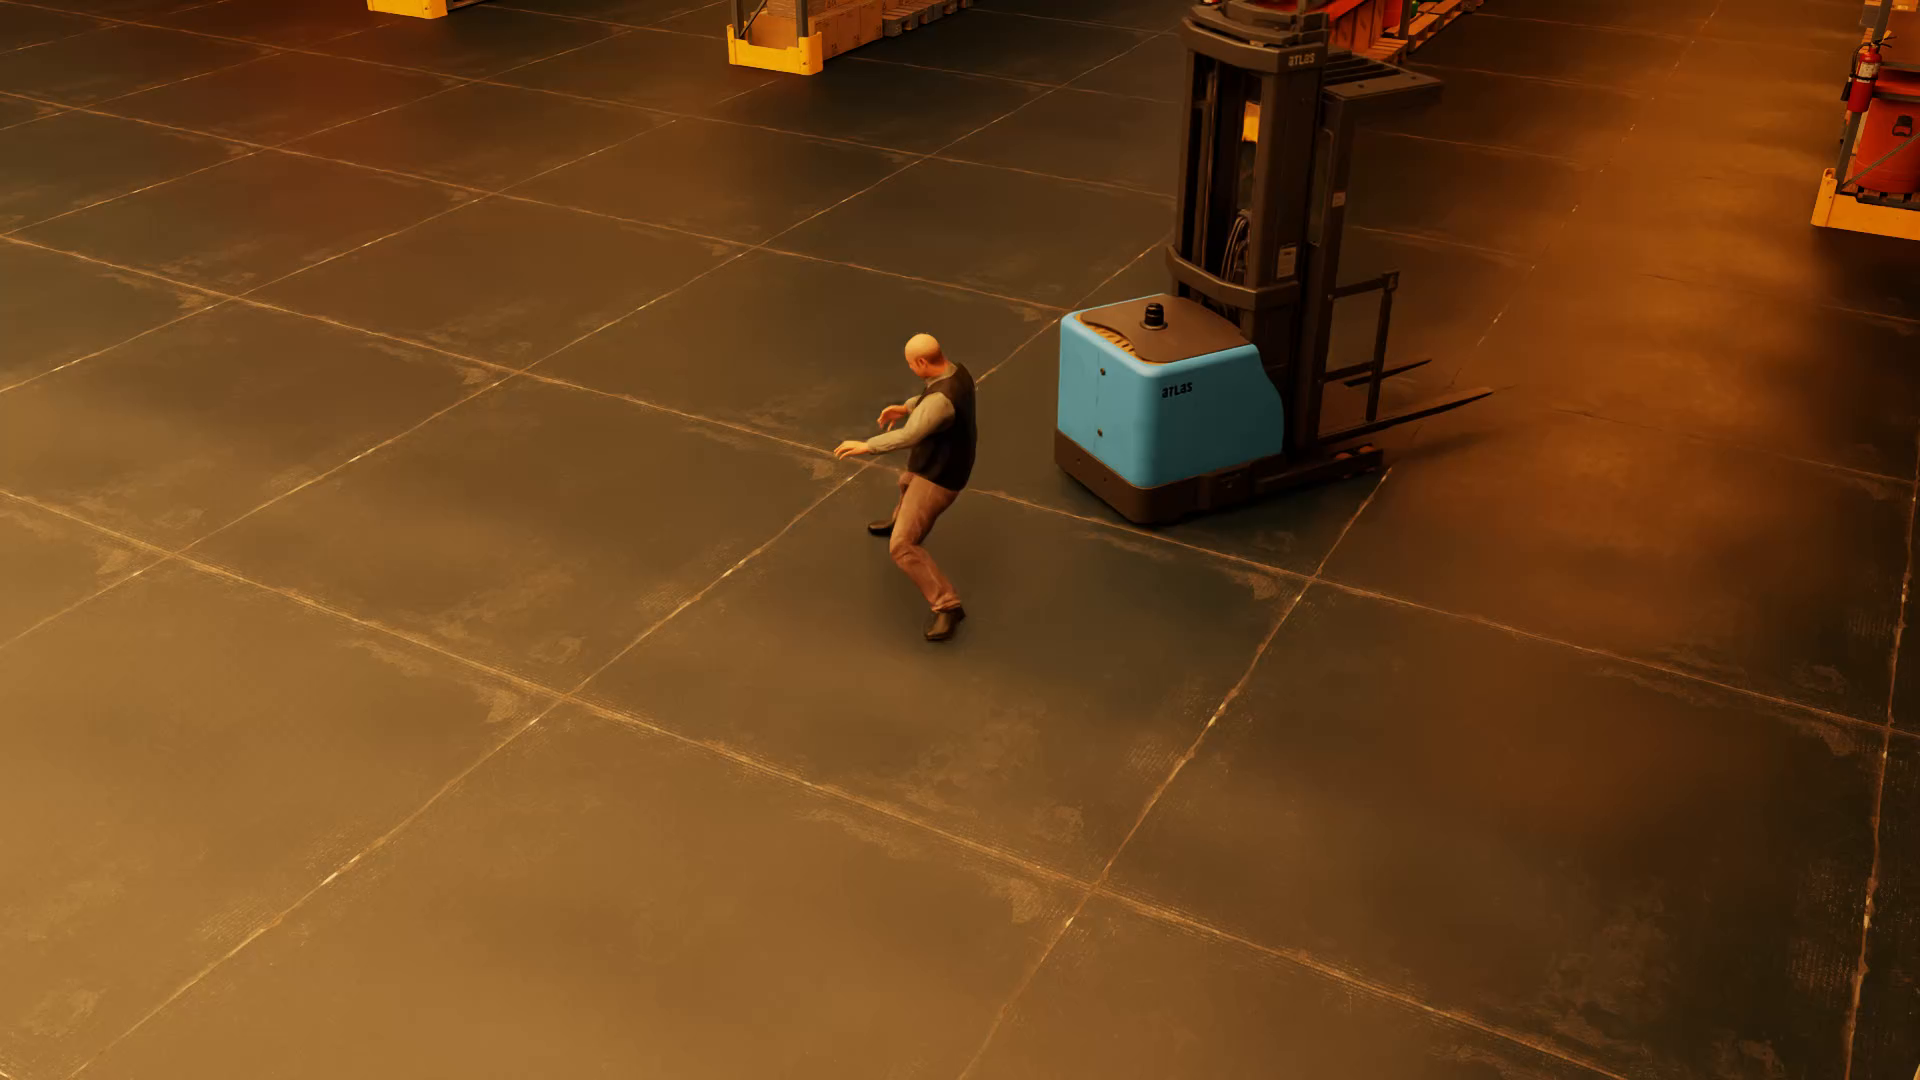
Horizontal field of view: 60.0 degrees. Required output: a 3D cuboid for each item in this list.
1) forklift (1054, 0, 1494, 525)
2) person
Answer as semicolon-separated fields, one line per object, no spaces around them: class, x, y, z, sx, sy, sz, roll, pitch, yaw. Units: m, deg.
forklift;2.150;-1.878;10.325;3.031;2.935;1.130;-15;33;-24
person;-0.276;-0.412;9.198;0.809;1.515;1.304;6;31;11
